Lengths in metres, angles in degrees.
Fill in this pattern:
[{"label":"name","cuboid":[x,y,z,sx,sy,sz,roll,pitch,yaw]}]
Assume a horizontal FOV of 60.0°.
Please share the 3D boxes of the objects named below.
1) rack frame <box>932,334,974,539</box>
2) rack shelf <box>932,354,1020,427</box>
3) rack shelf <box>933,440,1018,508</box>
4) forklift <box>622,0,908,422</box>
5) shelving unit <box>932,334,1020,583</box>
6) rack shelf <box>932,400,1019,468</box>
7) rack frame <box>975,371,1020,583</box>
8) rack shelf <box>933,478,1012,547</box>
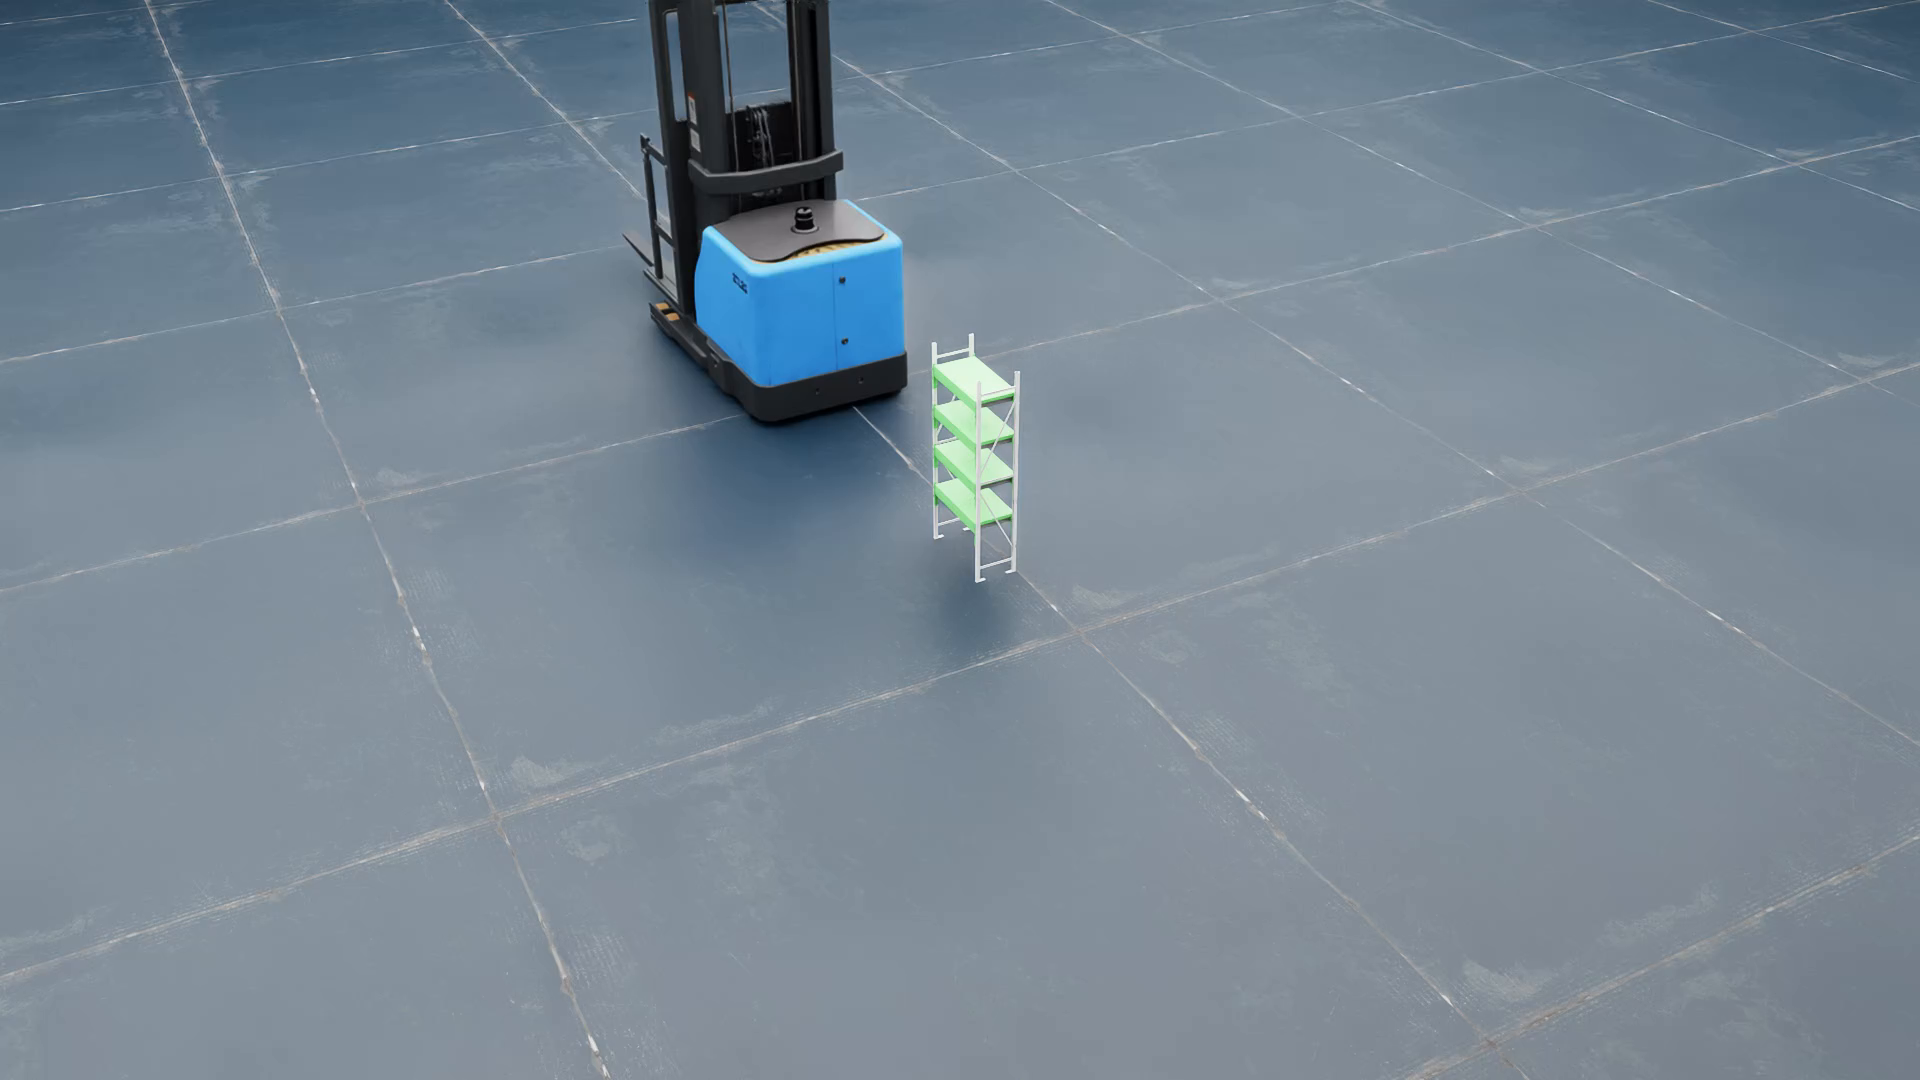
[{"label":"rack frame","cuboid":[-0.037,-0.543,8.985,0.240,1.200,0.015,-16,36,-23]},{"label":"rack shelf","cuboid":[0.077,-0.777,8.579,0.258,0.148,0.480,-16,36,-23]},{"label":"rack shelf","cuboid":[0.077,-0.372,8.837,0.258,0.148,0.480,-16,36,-23]},{"label":"forklift","cuboid":[-1.495,-2.733,10.799,1.130,2.935,3.031,-17,36,-24]},{"label":"shelving unit","cuboid":[0.077,-0.426,8.803,0.258,1.200,0.503,-16,36,-23]},{"label":"rack shelf","cuboid":[0.077,-0.574,8.708,0.258,0.148,0.480,-16,36,-23]},{"label":"rack frame","cuboid":[0.191,-0.310,8.621,0.240,1.200,0.015,-16,36,-23]},{"label":"rack shelf","cuboid":[0.077,-0.170,8.967,0.258,0.148,0.480,-16,36,-23]}]
